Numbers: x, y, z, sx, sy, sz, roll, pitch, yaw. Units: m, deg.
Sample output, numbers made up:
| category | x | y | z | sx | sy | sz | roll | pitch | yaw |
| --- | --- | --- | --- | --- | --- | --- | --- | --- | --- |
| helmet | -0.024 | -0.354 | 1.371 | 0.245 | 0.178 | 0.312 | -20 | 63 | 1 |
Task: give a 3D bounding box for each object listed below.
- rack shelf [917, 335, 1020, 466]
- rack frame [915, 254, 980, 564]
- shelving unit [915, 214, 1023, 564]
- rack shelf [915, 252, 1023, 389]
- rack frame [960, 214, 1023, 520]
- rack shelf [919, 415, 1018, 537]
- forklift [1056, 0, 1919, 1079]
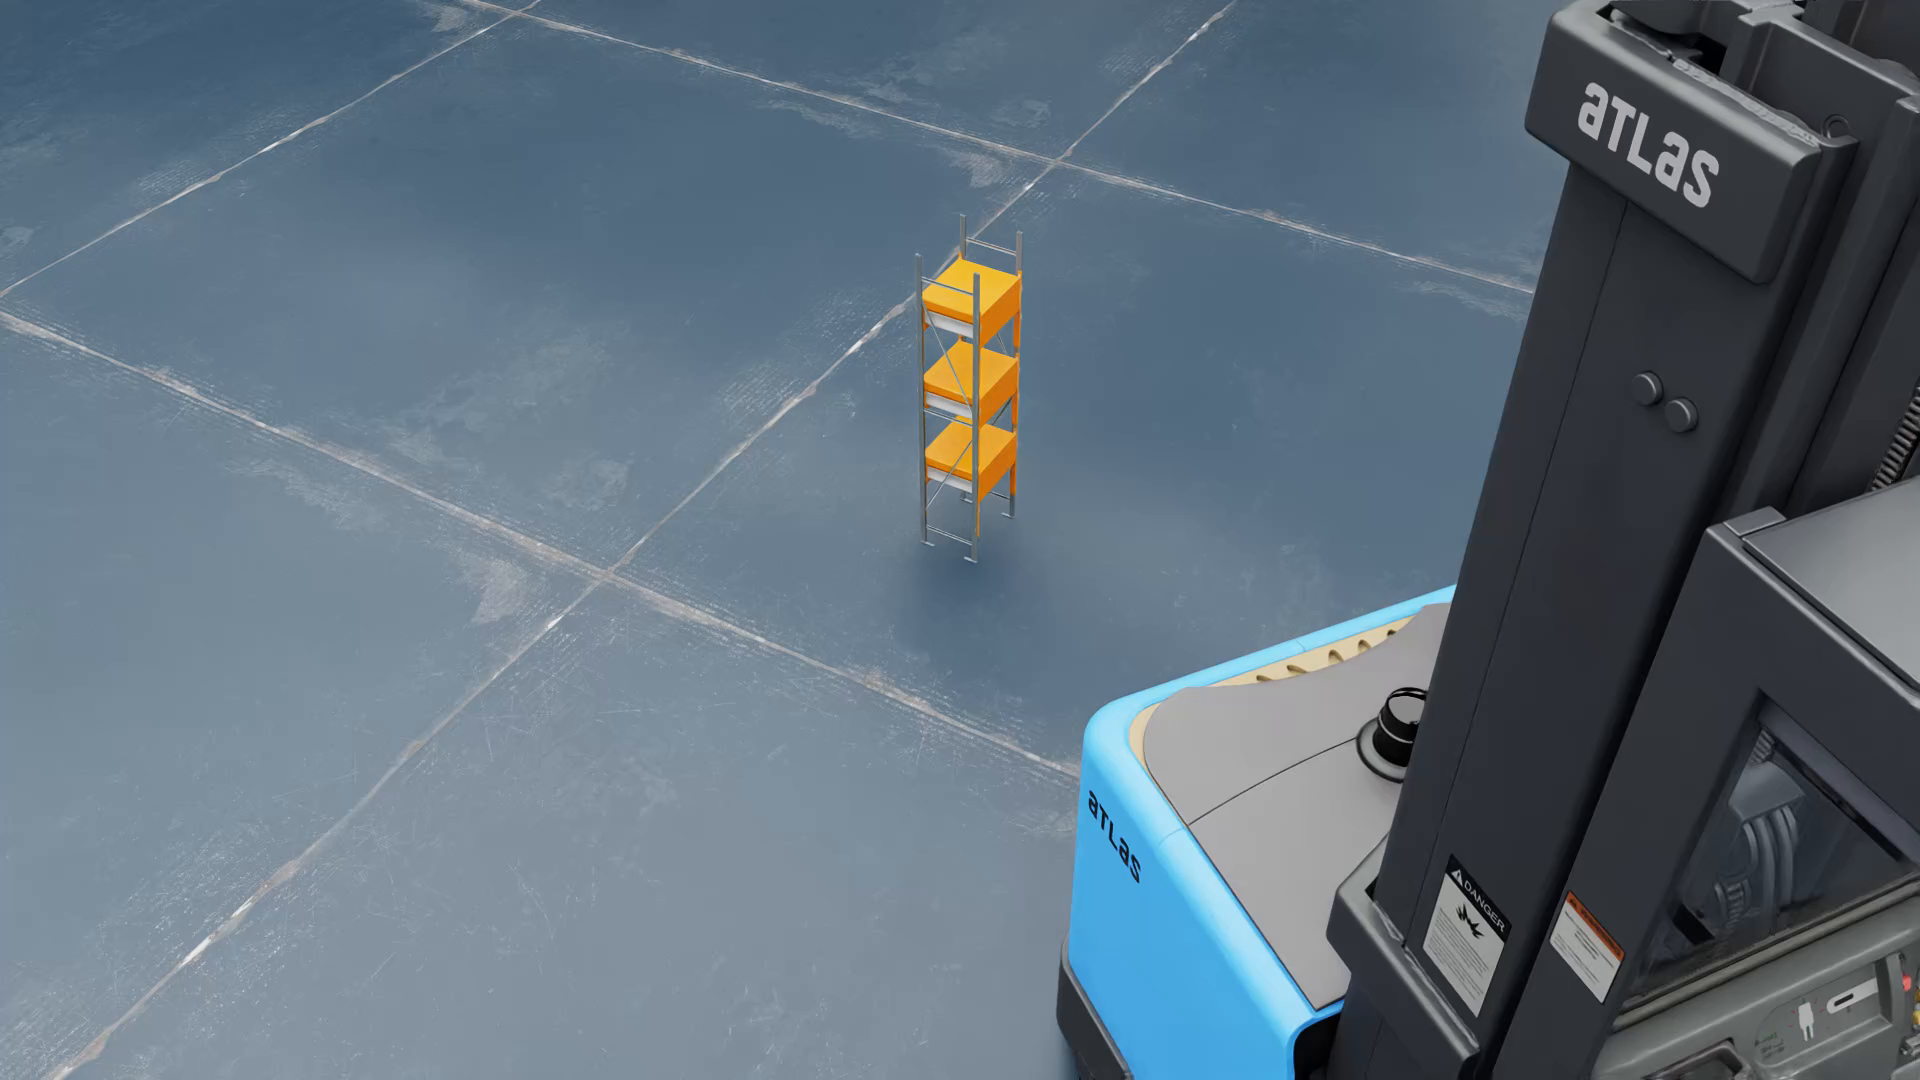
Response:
| category | x | y | z | sx | sy | sz | roll | pitch | yaw |
| --- | --- | --- | --- | --- | --- | --- | --- | --- | --- |
| rack shelf | 0.027 | -0.417 | 4.945 | 0.215 | 0.259 | 0.240 | 21 | 45 | 22 |
| rack frame | -0.034 | -0.355 | 4.859 | 0.200 | 1.050 | 0.008 | 21 | 45 | 22 |
| shelving unit | 0.027 | -0.425 | 4.938 | 0.215 | 1.050 | 0.252 | 21 | 45 | 22 |
| rack shelf | 0.027 | -0.630 | 4.757 | 0.215 | 0.259 | 0.240 | 21 | 45 | 22 |
| rack frame | 0.088 | -0.494 | 5.017 | 0.200 | 1.050 | 0.008 | 21 | 45 | 22 |
| rack shelf | 0.027 | -0.208 | 5.128 | 0.215 | 0.259 | 0.240 | 21 | 45 | 22 |
| forklift | 1.290 | 0.797 | 2.127 | 1.130 | 2.935 | 3.031 | -17 | 44 | -18 |
